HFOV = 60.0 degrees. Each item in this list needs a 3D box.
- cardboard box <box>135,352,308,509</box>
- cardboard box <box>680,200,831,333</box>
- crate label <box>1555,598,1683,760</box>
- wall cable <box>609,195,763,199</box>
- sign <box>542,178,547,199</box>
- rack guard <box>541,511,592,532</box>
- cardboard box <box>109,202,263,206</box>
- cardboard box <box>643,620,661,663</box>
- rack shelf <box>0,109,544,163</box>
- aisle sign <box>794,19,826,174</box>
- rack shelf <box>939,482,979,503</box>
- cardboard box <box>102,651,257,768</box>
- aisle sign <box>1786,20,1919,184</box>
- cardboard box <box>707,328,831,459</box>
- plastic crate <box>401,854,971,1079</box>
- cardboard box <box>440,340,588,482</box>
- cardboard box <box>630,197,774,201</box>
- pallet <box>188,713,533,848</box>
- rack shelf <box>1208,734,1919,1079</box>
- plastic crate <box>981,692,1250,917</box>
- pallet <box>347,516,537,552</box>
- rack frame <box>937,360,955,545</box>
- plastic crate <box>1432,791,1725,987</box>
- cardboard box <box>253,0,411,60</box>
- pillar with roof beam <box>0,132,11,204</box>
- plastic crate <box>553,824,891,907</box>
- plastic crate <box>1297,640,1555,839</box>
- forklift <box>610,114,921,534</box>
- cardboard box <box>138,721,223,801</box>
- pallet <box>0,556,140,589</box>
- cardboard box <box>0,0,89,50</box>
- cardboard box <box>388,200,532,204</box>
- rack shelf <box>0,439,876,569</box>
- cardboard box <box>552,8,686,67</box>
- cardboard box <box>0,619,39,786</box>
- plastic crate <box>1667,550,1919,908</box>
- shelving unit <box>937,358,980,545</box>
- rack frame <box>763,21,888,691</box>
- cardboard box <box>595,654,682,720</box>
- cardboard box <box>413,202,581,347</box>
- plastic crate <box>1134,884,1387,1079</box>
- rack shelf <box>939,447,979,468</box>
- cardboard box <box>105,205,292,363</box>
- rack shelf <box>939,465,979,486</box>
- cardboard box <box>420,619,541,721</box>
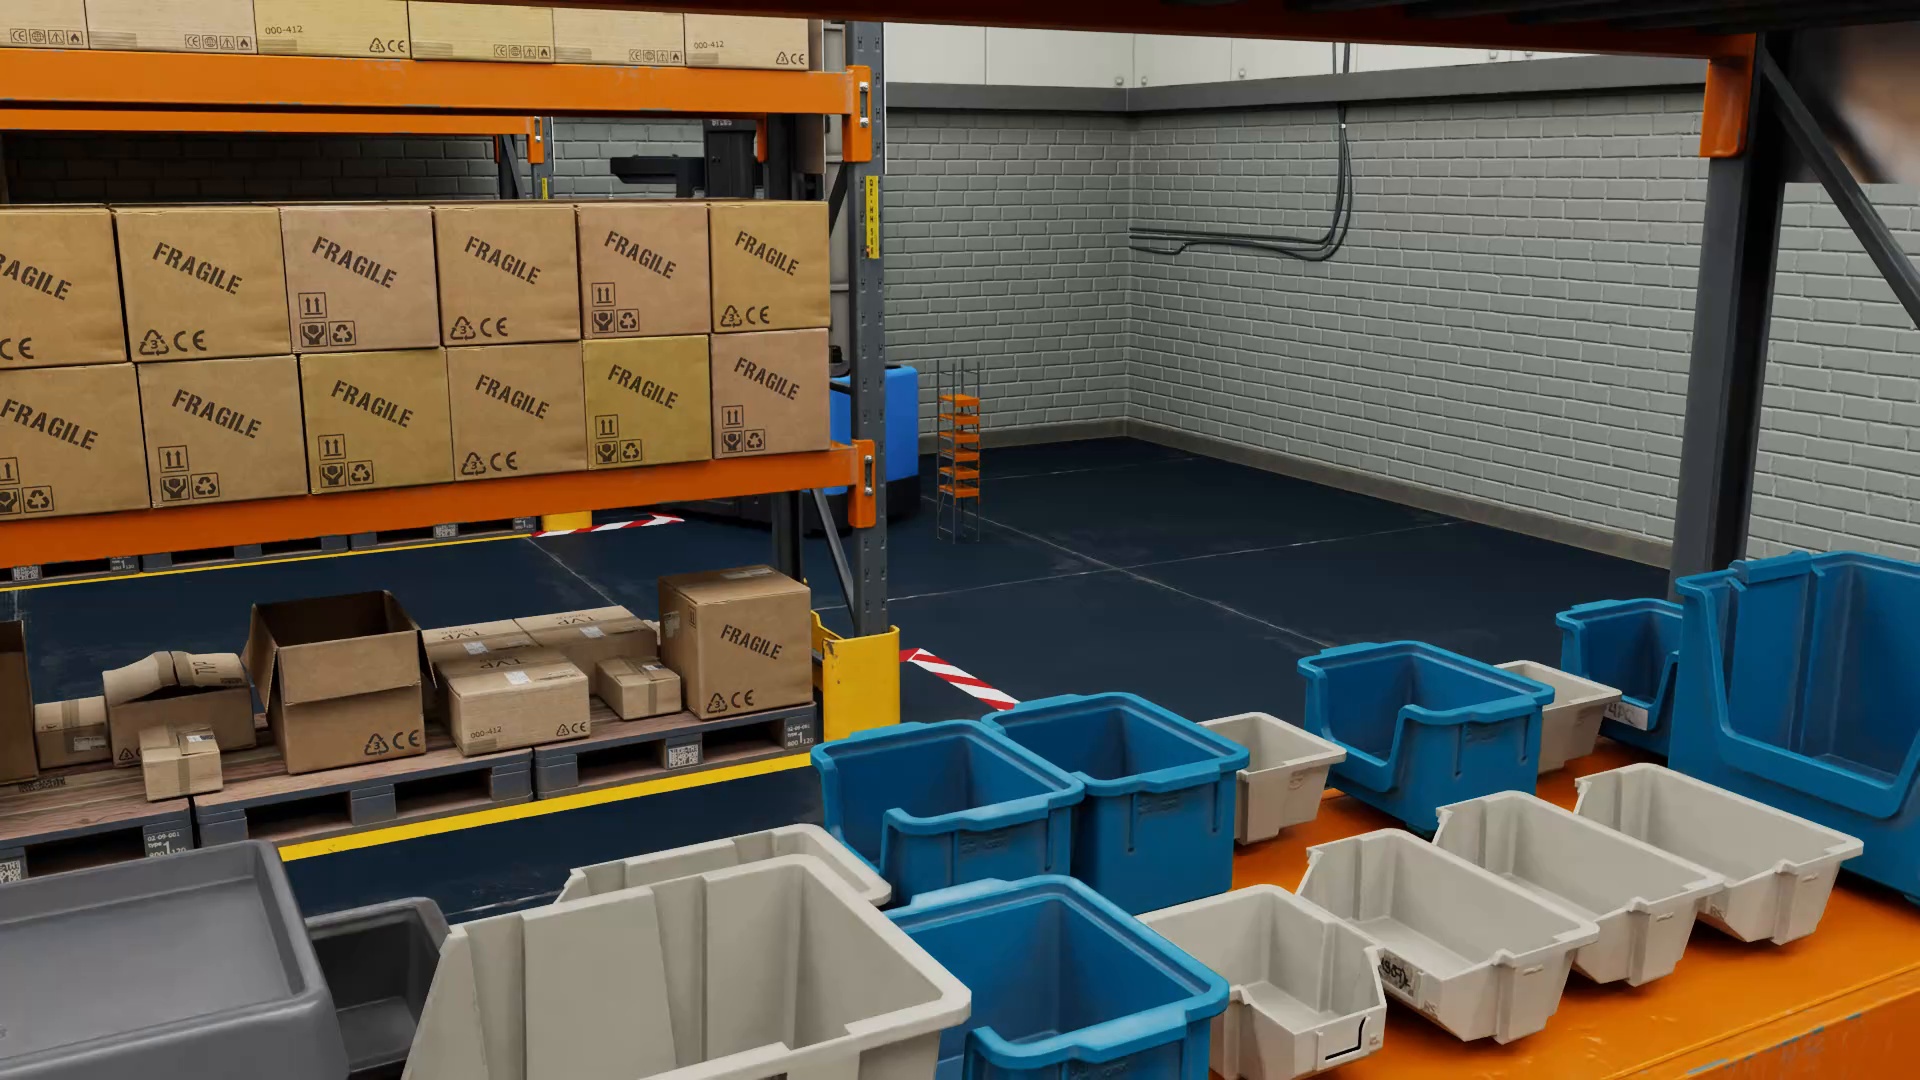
[{"bbox_3d":[-2.646,-0.423,5.930,0.500,0.500,0.500,-7,14,-28],"label":"cardboard box"},{"bbox_3d":[-0.860,-1.124,6.768,0.500,0.500,0.500,-7,14,-28],"label":"cardboard box"},{"bbox_3d":[1.395,0.282,3.267,0.303,0.233,0.416,-7,14,-28],"label":"crate label"},{"bbox_3d":[-2.307,-2.454,12.869,1.851,1.984,0.084,-7,14,-28],"label":"wall cable"},{"bbox_3d":[-2.730,-2.216,10.948,0.005,0.325,0.100,-7,14,-28],"label":"sign"},{"bbox_3d":[-2.957,-0.425,11.858,0.348,0.500,1.175,-7,14,-28],"label":"rack guard"},{"bbox_3d":[-2.901,-1.014,6.277,0.500,0.500,0.500,-7,14,-27],"label":"cardboard box"},{"bbox_3d":[-1.353,0.484,7.576,0.250,0.166,0.380,-7,14,-28],"label":"cardboard box"},{"bbox_3d":[-4.733,-2.544,10.387,4.000,0.370,1.077,-7,14,-28],"label":"rack shelf"},{"bbox_3d":[-0.682,-2.020,7.330,0.004,0.787,0.394,-7,14,-28],"label":"aisle sign"},{"bbox_3d":[-0.013,-0.306,11.033,0.180,0.103,0.258,-7,14,-28],"label":"rack shelf"},{"bbox_3d":[-3.090,0.637,6.569,0.500,0.311,0.500,-7,14,-28],"label":"cardboard box"},{"bbox_3d":[1.690,-1.066,3.091,0.004,0.787,0.394,-7,14,-28],"label":"aisle sign"},{"bbox_3d":[-0.864,-0.637,6.879,0.500,0.500,0.500,-6,14,-26],"label":"cardboard box"},{"bbox_3d":[-0.313,0.592,1.781,0.530,0.282,0.437,-7,14,-28],"label":"plastic crate"},{"bbox_3d":[-1.758,-0.530,6.404,0.500,0.500,0.500,-7,14,-27],"label":"cardboard box"},{"bbox_3d":[-1.117,-1.228,7.230,0.500,0.500,0.500,-6,14,-26],"label":"cardboard box"},{"bbox_3d":[-2.437,0.893,6.663,1.213,0.211,1.003,-7,14,-28],"label":"pallet"},{"bbox_3d":[0.014,0.829,2.233,4.000,0.370,1.077,-7,14,-28],"label":"rack shelf"},{"bbox_3d":[0.239,0.421,2.651,0.300,0.233,0.416,-7,14,-28],"label":"plastic crate"},{"bbox_3d":[-3.642,-0.182,11.438,1.213,0.211,1.003,-7,14,-28],"label":"pallet"},{"bbox_3d":[-0.093,-0.574,10.928,0.006,1.200,0.240,-7,14,-28],"label":"rack frame"},{"bbox_3d":[0.879,0.515,2.452,0.243,0.136,0.396,-7,14,-28],"label":"plastic crate"},{"bbox_3d":[-2.249,-1.818,5.864,0.500,0.250,0.500,-7,14,-28],"label":"cardboard box"},{"bbox_3d":[-4.226,-3.558,6.425,0.400,9.000,9.100,-7,14,-28],"label":"pillar with roof beam"},{"bbox_3d":[-0.357,0.547,2.313,0.466,0.136,0.293,-7,14,-28],"label":"plastic crate"},{"bbox_3d":[0.817,0.352,2.959,0.300,0.233,0.416,-7,14,-28],"label":"plastic crate"},{"bbox_3d":[-1.773,-1.699,11.983,3.031,2.935,1.130,9,15,35],"label":"forklift"},{"bbox_3d":[-2.885,0.806,6.149,0.250,0.166,0.380,-7,14,-28],"label":"cardboard box"},{"bbox_3d":[-5.784,0.075,10.297,1.213,0.211,1.003,-7,14,-28],"label":"pallet"},{"bbox_3d":[-3.126,-1.712,5.395,0.500,0.250,0.500,-7,14,-28],"label":"cardboard box"},{"bbox_3d":[-2.014,-1.120,6.749,0.500,0.500,0.500,-7,14,-27],"label":"cardboard box"},{"bbox_3d":[-2.357,-0.126,6.476,4.000,0.370,1.077,-7,14,-28],"label":"rack shelf"},{"bbox_3d":[-1.370,-1.922,6.329,0.500,0.250,0.500,-7,14,-28],"label":"cardboard box"},{"bbox_3d":[-3.748,0.624,6.198,0.500,0.500,0.500,-7,14,-28],"label":"cardboard box"},{"bbox_3d":[1.565,0.292,2.762,0.499,0.435,0.616,-7,14,-28],"label":"plastic crate"},{"bbox_3d":[-0.013,-0.584,10.971,0.189,1.200,0.258,-7,14,-28],"label":"shelving unit"},{"bbox_3d":[-0.601,-0.687,7.332,0.127,3.000,1.000,-7,14,-28],"label":"rack frame"},{"bbox_3d":[-1.359,0.610,7.017,0.250,0.166,0.380,-7,14,-28],"label":"cardboard box"},{"bbox_3d":[-1.756,-1.015,6.284,0.500,0.500,0.500,-6,14,-26],"label":"cardboard box"},{"bbox_3d":[0.395,0.584,2.146,0.250,0.136,0.298,-7,14,-28],"label":"plastic crate"},{"bbox_3d":[-0.013,-0.540,10.980,0.180,0.103,0.258,-7,14,-28],"label":"rack shelf"},{"bbox_3d":[-2.660,-0.907,5.802,0.500,0.500,0.500,-7,15,-30],"label":"cardboard box"},{"bbox_3d":[-0.013,-0.423,11.007,0.180,0.103,0.258,-7,14,-28],"label":"rack shelf"},{"bbox_3d":[-2.092,0.547,7.107,0.500,0.250,0.500,-7,14,-28],"label":"cardboard box"}]
